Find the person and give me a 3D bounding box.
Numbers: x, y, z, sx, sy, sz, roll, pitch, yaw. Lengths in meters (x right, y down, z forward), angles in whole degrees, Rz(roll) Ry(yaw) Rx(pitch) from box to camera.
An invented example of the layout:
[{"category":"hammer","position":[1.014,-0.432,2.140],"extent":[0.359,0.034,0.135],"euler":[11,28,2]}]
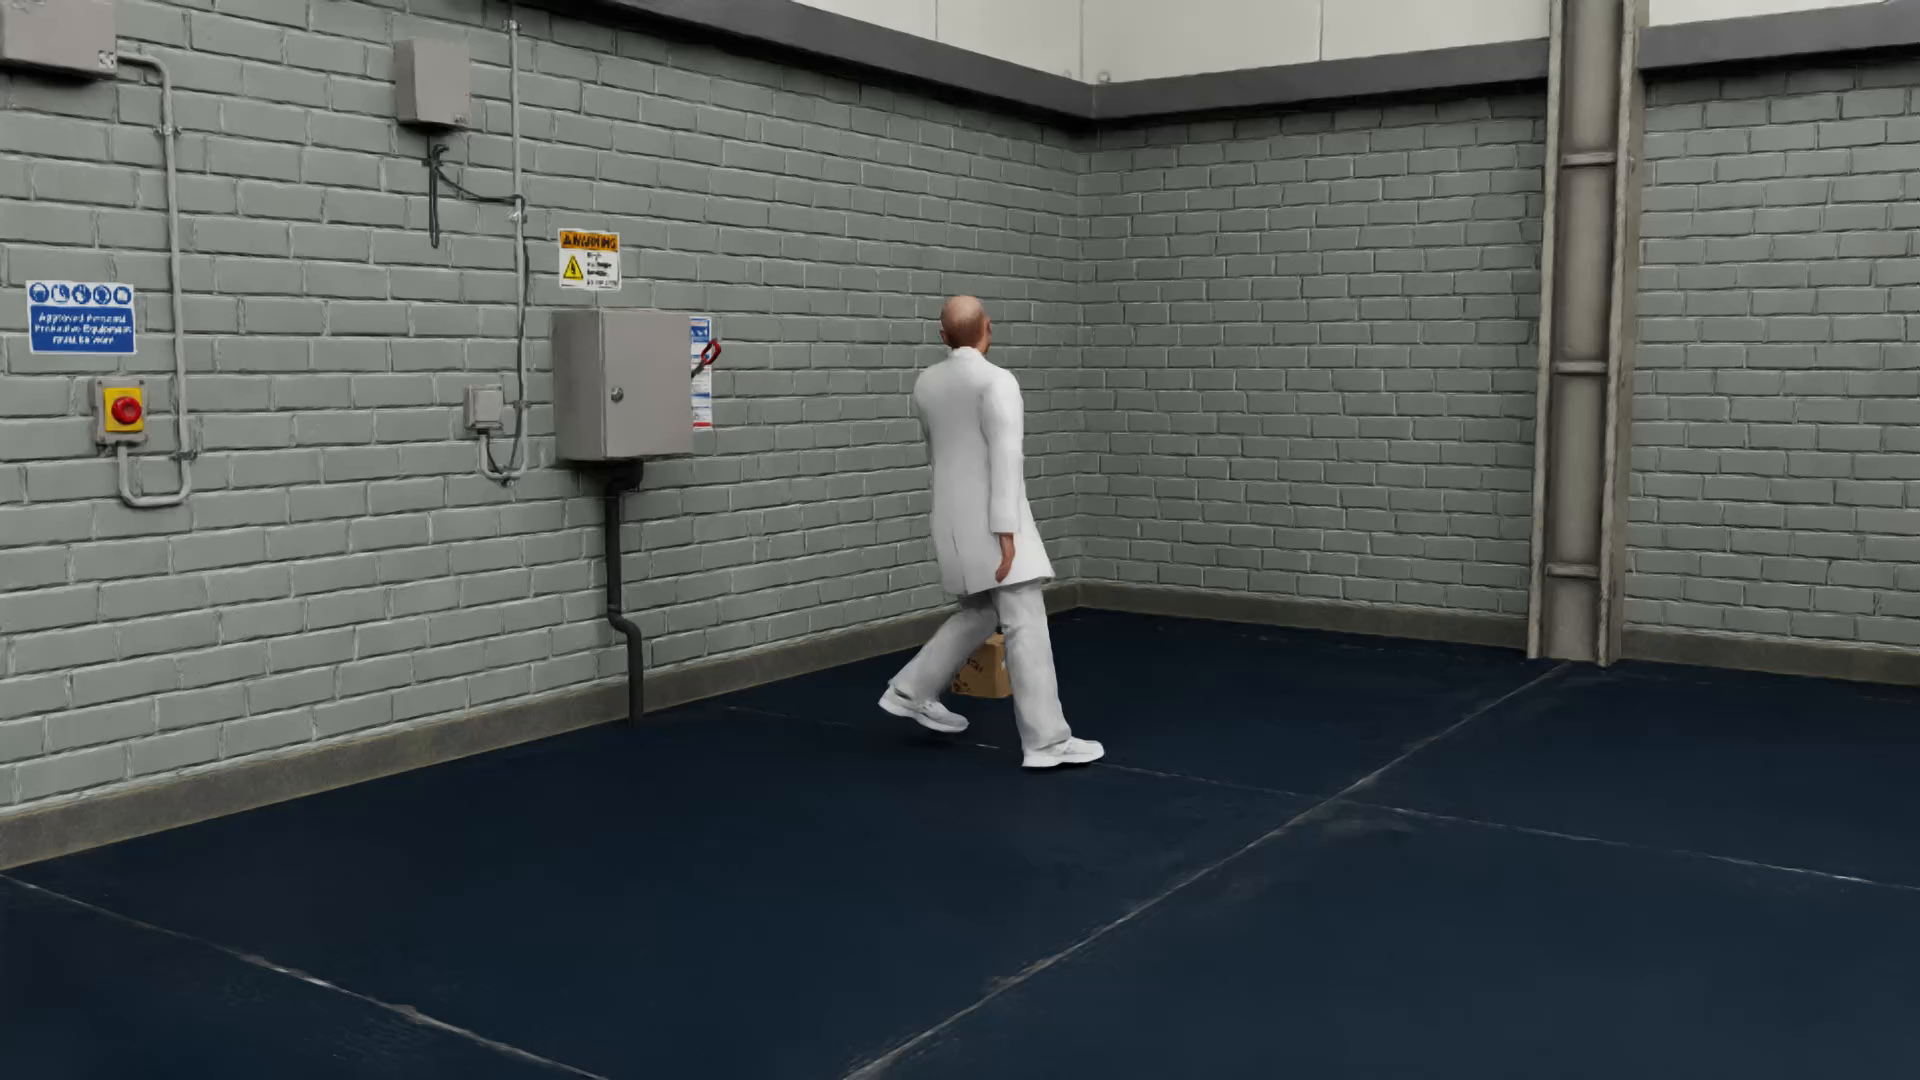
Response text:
[{"category":"person","position":[0.145,-0.044,6.274],"extent":[0.715,1.747,0.596],"euler":[6,9,44]}]
